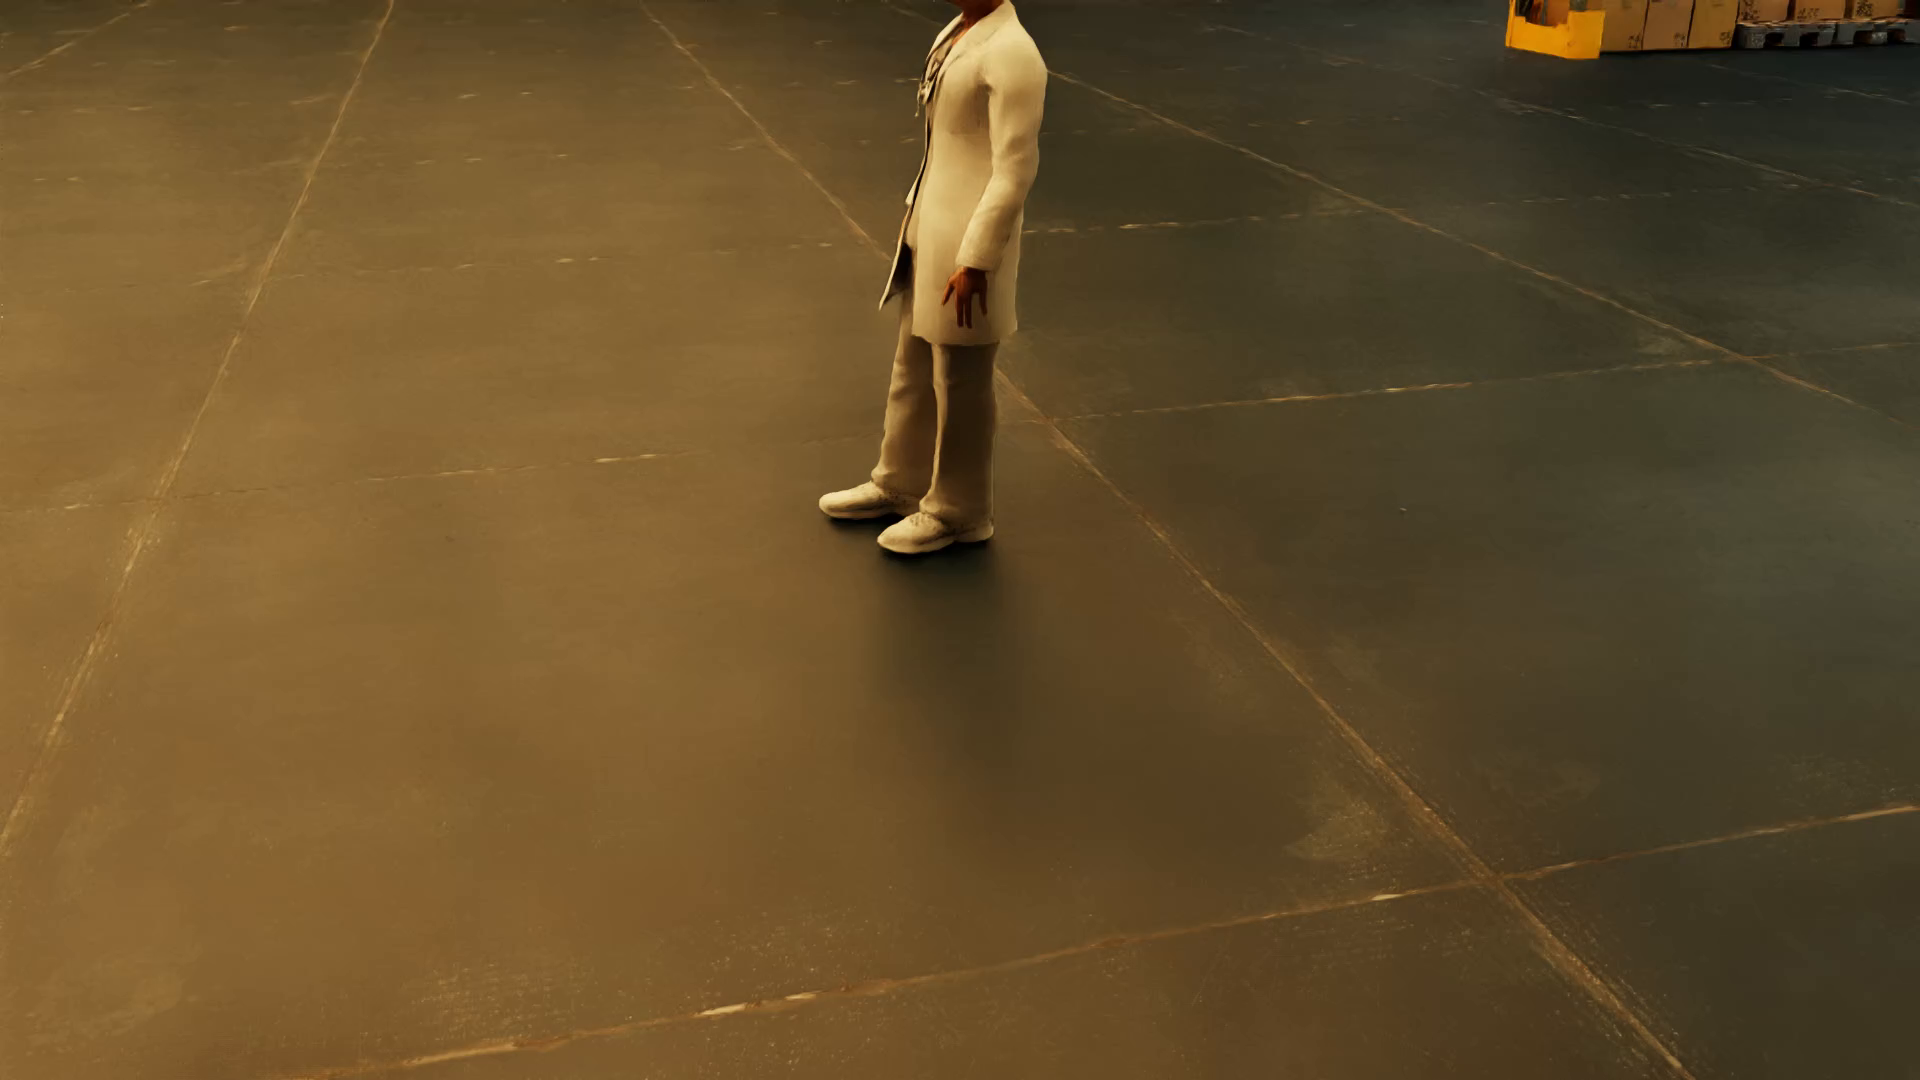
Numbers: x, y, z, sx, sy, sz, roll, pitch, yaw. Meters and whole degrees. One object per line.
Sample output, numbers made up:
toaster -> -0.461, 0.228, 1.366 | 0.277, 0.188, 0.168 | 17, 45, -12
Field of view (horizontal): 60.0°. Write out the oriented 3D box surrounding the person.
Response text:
person -> -0.089, -0.817, 4.684 | 0.579, 1.776, 0.694 | -6, 24, -14
